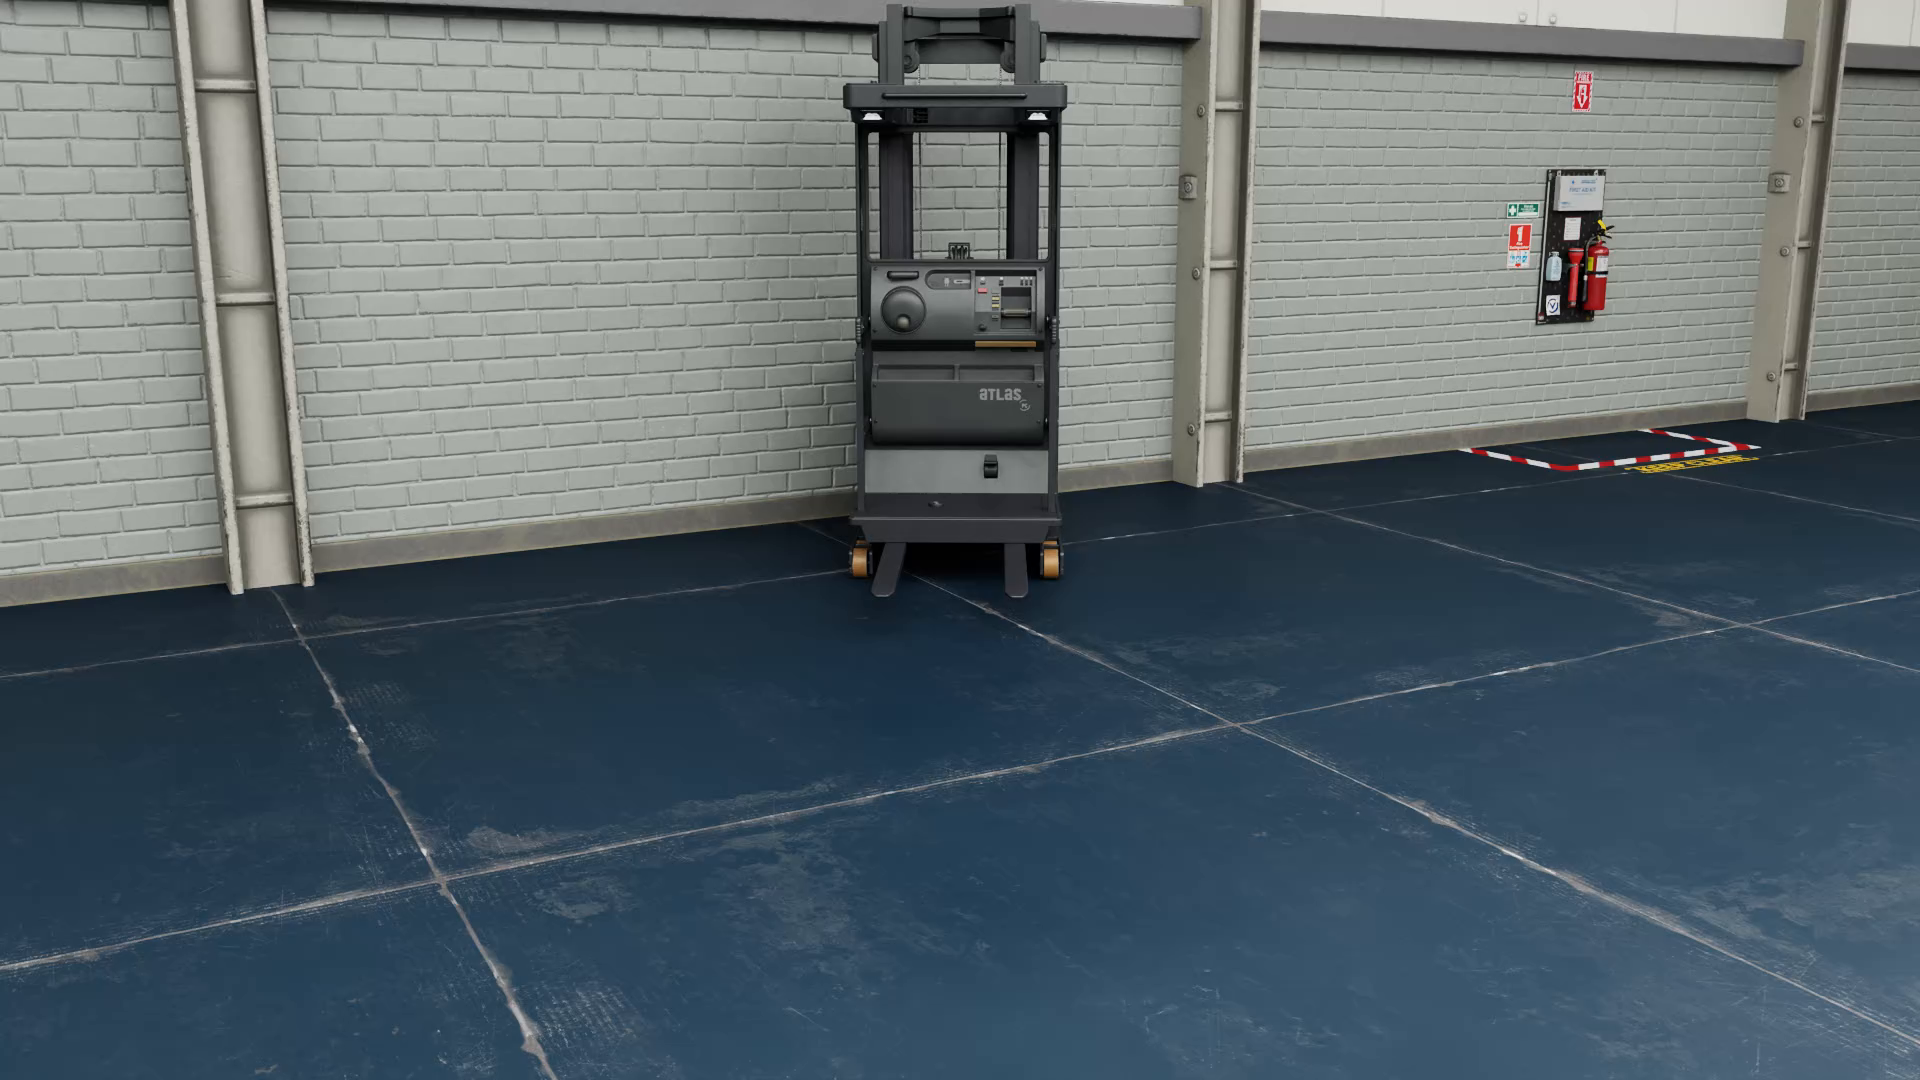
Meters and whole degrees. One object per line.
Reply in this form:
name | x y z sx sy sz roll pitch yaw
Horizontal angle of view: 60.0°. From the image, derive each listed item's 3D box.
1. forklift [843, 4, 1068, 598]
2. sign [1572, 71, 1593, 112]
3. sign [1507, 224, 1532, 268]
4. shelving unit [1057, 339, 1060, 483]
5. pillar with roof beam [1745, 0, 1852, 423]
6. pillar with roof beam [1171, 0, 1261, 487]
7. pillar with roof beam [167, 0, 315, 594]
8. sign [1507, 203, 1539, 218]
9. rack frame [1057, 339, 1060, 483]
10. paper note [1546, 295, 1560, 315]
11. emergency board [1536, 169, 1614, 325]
forklift | -0.015 -1.292 8.673 1.130 2.935 3.031 0 13 1
sign | 4.717 -3.398 12.596 0.199 0.298 0.001 -7 14 -28
sign | 4.237 -2.228 12.595 0.234 0.329 0.001 -7 14 -28
shelving unit | 0.489 -0.729 10.456 0.252 1.050 0.215 2 13 7
pillar with roof beam | 9.022 -4.598 9.547 0.400 9.000 9.100 -7 14 -28
pillar with roof beam | 3.756 -3.967 6.742 0.400 9.000 9.100 -7 14 -28
pillar with roof beam | -1.511 -3.336 3.937 0.400 9.000 9.100 -7 14 -28
sign | 4.245 -2.485 12.531 0.331 0.109 0.001 -7 14 -28
rack frame | 0.610 -0.725 10.441 0.008 1.050 0.200 2 13 7
paper note | 4.583 -1.814 12.842 0.142 0.148 0.016 -7 14 -28
emergency board | 4.772 -2.249 12.769 0.643 1.169 0.194 -7 14 -28
